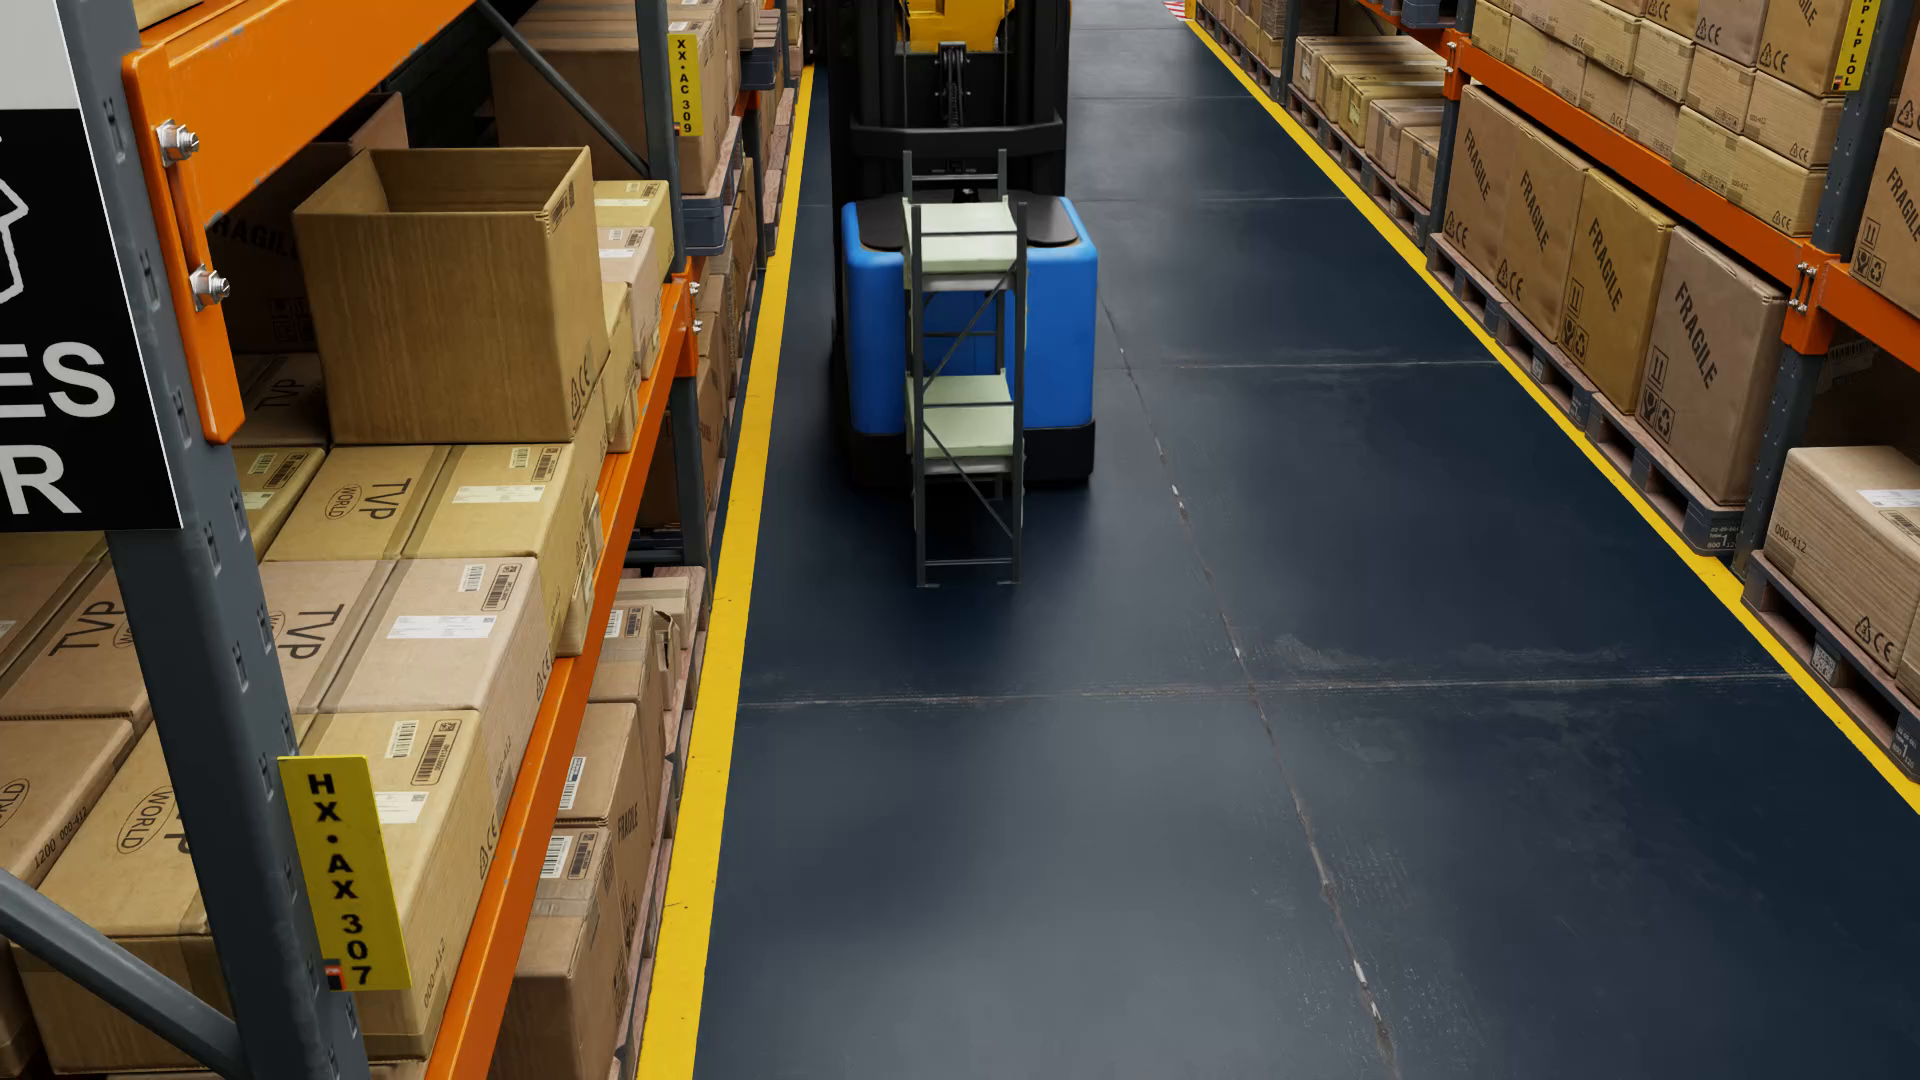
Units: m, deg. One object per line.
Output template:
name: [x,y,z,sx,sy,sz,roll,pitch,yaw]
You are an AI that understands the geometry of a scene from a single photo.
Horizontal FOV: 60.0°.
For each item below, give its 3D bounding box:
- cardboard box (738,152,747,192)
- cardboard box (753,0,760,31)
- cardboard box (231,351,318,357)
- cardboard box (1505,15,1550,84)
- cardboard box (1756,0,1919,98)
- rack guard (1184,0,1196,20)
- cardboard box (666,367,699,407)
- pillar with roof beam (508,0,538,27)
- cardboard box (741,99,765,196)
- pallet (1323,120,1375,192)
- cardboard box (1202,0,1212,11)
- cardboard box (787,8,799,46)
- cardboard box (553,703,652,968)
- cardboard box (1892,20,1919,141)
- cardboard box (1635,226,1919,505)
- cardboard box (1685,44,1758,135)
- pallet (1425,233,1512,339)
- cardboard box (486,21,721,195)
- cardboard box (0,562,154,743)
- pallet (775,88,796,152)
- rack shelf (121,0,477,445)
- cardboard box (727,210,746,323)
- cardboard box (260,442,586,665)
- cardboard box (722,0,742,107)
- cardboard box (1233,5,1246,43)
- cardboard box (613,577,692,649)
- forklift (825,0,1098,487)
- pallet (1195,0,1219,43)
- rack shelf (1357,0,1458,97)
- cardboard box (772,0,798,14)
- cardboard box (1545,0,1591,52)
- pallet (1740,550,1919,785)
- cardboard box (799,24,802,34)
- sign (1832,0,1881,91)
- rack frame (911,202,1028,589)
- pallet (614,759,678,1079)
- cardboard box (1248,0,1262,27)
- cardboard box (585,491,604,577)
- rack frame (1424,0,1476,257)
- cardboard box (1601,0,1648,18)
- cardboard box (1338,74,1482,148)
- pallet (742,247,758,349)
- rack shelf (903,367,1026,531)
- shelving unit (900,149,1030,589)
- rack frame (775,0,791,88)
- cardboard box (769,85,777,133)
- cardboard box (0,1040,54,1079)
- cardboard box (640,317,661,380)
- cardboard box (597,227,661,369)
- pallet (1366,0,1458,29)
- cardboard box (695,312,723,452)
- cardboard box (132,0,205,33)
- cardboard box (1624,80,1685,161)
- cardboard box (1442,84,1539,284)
cardboard box: [-1.320,-1.940,8.774,0.380,0.149,0.250,-3,28,-5]
cardboard box: [-1.227,-2.703,8.506,0.380,0.149,0.250,-1,28,-2]
cardboard box: [-1.621,-0.435,4.181,0.500,0.250,0.500,-1,28,-2]
cardboard box: [3.131,-2.508,8.477,0.500,0.250,0.500,-2,28,-4]
cardboard box: [3.247,-1.884,5.929,0.500,0.500,0.500,-1,28,-1]
rack guard: [2.899,-5.595,16.936,1.175,0.500,0.348,-1,28,-3]
cardboard box: [-1.189,-0.612,6.228,0.380,0.149,0.250,0,28,0]
pillar with roof beam: [1.687,-6.266,9.033,9.100,9.000,0.400,-1,28,-3]
cardboard box: [-1.663,-2.344,10.113,0.875,0.625,0.625,-1,28,-1]
pallet: [3.212,-2.730,11.756,1.003,0.211,1.213,-1,28,-3]
cardboard box: [2.661,-5.326,16.237,0.500,0.250,0.500,-2,28,-3]
cardboard box: [-1.570,-4.189,13.516,0.500,0.250,0.500,-2,28,-3]
cardboard box: [-1.097,0.768,4.283,0.500,0.500,0.500,-1,28,-2]
cardboard box: [3.304,-1.458,5.113,0.500,0.500,0.500,-1,28,-2]
cardboard box: [3.409,-0.725,6.739,0.875,0.875,0.875,-1,28,-1]
cardboard box: [3.222,-1.780,6.540,0.500,0.250,0.500,-1,28,-1]
pallet: [3.278,-1.441,9.285,1.003,0.211,1.213,-1,28,-3]
cardboard box: [-1.237,-1.534,5.885,0.700,0.500,0.500,-1,28,-1]
cardboard box: [-1.541,0.263,2.842,0.500,0.250,0.500,-1,28,-2]
pallet: [-1.776,-3.193,12.644,1.003,0.211,1.213,-1,28,-3]
rack shelf: [-1.331,-1.162,3.269,1.077,0.370,4.000,-1,28,-3]
cardboard box: [-1.362,-1.337,8.318,0.500,0.500,0.500,0,28,0]
cardboard box: [-1.038,0.024,3.300,0.500,0.250,0.500,-2,28,-4]
cardboard box: [-1.305,-2.136,7.039,0.700,0.500,0.500,-2,28,-3]
cardboard box: [2.744,-4.605,14.855,0.500,0.250,0.500,-1,28,-2]
cardboard box: [-1.113,0.253,5.649,0.380,0.149,0.250,-2,28,-4]
forklift: [-0.078,-2.175,7.750,1.130,2.935,3.031,-2,28,-5]
pallet: [2.906,-5.090,16.282,1.003,0.211,1.213,-1,28,-3]
rack shelf: [3.208,-3.648,11.279,1.077,0.370,4.000,-1,28,-3]
cardboard box: [-1.565,-4.410,13.401,0.500,0.250,0.500,-2,28,-3]
cardboard box: [3.132,-2.489,7.901,0.500,0.250,0.500,-1,28,-3]
pallet: [3.483,0.393,5.768,1.003,0.211,1.213,-1,28,-3]
cardboard box: [-1.590,-4.202,14.082,0.500,0.250,0.500,-2,28,-4]
sign: [2.980,-1.657,5.517,0.100,0.325,0.005,-1,28,-3]
rack frame: [0.033,-0.489,6.066,0.400,1.500,0.023,-2,28,-4]
pallet: [-1.334,1.044,4.521,1.003,0.211,1.213,-1,28,-3]
cardboard box: [2.776,-4.692,14.210,0.500,0.500,0.500,-1,28,-2]
cardboard box: [-1.022,0.008,3.762,0.380,0.149,0.250,-1,28,-1]
rack frame: [3.312,-3.043,9.342,1.000,3.000,0.127,-1,28,-3]
cardboard box: [3.164,-2.596,7.295,0.500,0.500,0.500,-1,28,-2]
cardboard box: [3.212,-3.017,11.678,0.950,0.372,0.625,0,28,-1]
pallet: [-1.643,-1.340,9.090,1.003,0.211,1.213,-1,28,-3]
rack shelf: [0.007,-0.369,6.540,0.431,0.370,0.720,-2,28,-4]
shelving unit: [0.007,-0.658,6.389,0.431,1.500,0.755,-2,28,-4]
rack frame: [-1.853,-4.769,12.650,1.000,3.000,0.127,-1,28,-3]
cardboard box: [-1.782,-3.303,11.953,0.875,0.625,0.625,-2,28,-3]
cardboard box: [-1.512,0.737,2.364,0.380,0.149,0.250,-2,28,-3]
cardboard box: [-1.094,-0.583,4.896,0.380,0.149,0.250,-1,28,-1]
cardboard box: [-1.124,-0.680,4.650,0.500,0.250,0.500,-1,28,-2]
pallet: [3.169,-3.285,10.012,1.213,0.211,1.003,-1,28,-3]
cardboard box: [-1.274,-0.627,6.957,0.500,0.500,0.500,-2,28,-3]
cardboard box: [-1.011,-0.599,1.682,0.380,0.149,0.250,-1,28,-2]
cardboard box: [3.213,-1.799,7.119,0.500,0.250,0.500,-2,28,-4]
cardboard box: [3.265,-1.967,9.120,0.875,0.875,0.875,-2,28,-3]
